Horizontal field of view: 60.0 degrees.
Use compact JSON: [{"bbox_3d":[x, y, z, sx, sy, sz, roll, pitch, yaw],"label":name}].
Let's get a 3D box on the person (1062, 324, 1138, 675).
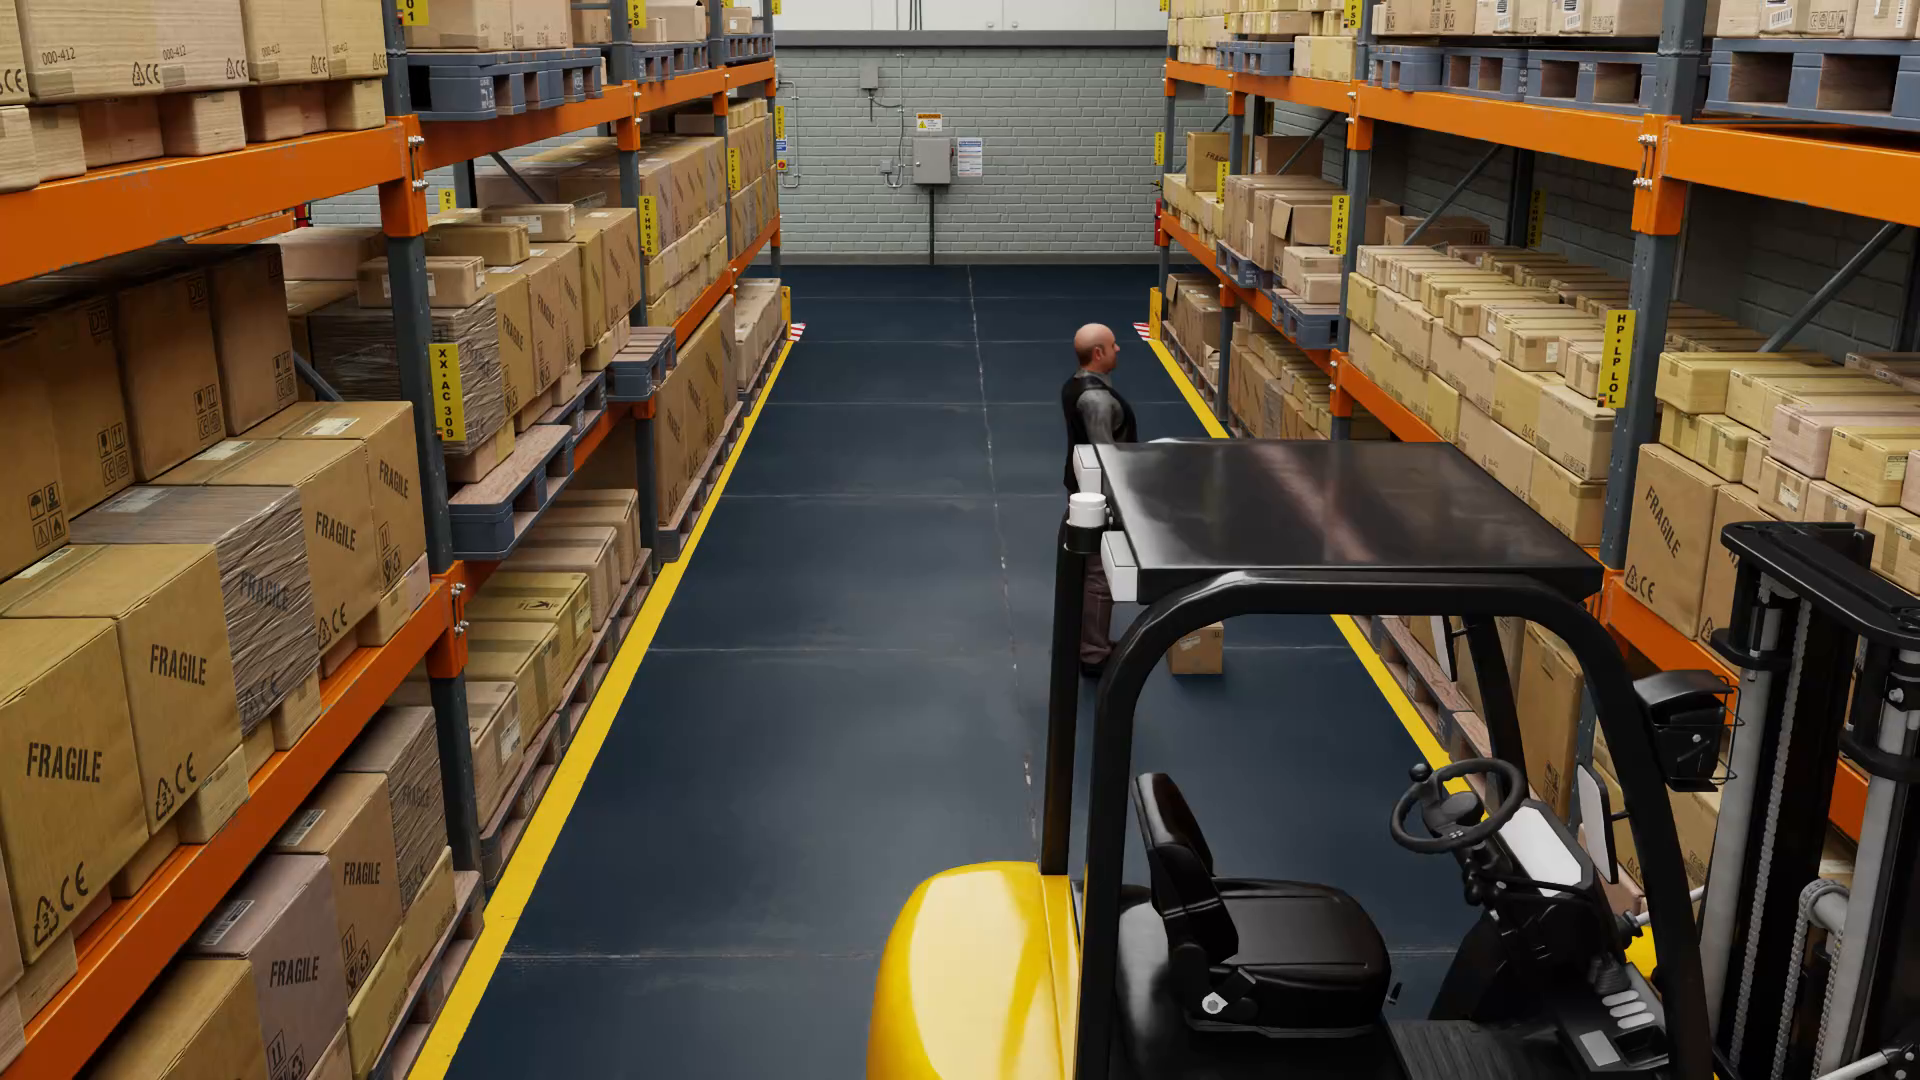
[{"bbox_3d":[0.702,-0.203,8.196,0.387,1.735,0.553,-2,17,-7],"label":"person"}]
